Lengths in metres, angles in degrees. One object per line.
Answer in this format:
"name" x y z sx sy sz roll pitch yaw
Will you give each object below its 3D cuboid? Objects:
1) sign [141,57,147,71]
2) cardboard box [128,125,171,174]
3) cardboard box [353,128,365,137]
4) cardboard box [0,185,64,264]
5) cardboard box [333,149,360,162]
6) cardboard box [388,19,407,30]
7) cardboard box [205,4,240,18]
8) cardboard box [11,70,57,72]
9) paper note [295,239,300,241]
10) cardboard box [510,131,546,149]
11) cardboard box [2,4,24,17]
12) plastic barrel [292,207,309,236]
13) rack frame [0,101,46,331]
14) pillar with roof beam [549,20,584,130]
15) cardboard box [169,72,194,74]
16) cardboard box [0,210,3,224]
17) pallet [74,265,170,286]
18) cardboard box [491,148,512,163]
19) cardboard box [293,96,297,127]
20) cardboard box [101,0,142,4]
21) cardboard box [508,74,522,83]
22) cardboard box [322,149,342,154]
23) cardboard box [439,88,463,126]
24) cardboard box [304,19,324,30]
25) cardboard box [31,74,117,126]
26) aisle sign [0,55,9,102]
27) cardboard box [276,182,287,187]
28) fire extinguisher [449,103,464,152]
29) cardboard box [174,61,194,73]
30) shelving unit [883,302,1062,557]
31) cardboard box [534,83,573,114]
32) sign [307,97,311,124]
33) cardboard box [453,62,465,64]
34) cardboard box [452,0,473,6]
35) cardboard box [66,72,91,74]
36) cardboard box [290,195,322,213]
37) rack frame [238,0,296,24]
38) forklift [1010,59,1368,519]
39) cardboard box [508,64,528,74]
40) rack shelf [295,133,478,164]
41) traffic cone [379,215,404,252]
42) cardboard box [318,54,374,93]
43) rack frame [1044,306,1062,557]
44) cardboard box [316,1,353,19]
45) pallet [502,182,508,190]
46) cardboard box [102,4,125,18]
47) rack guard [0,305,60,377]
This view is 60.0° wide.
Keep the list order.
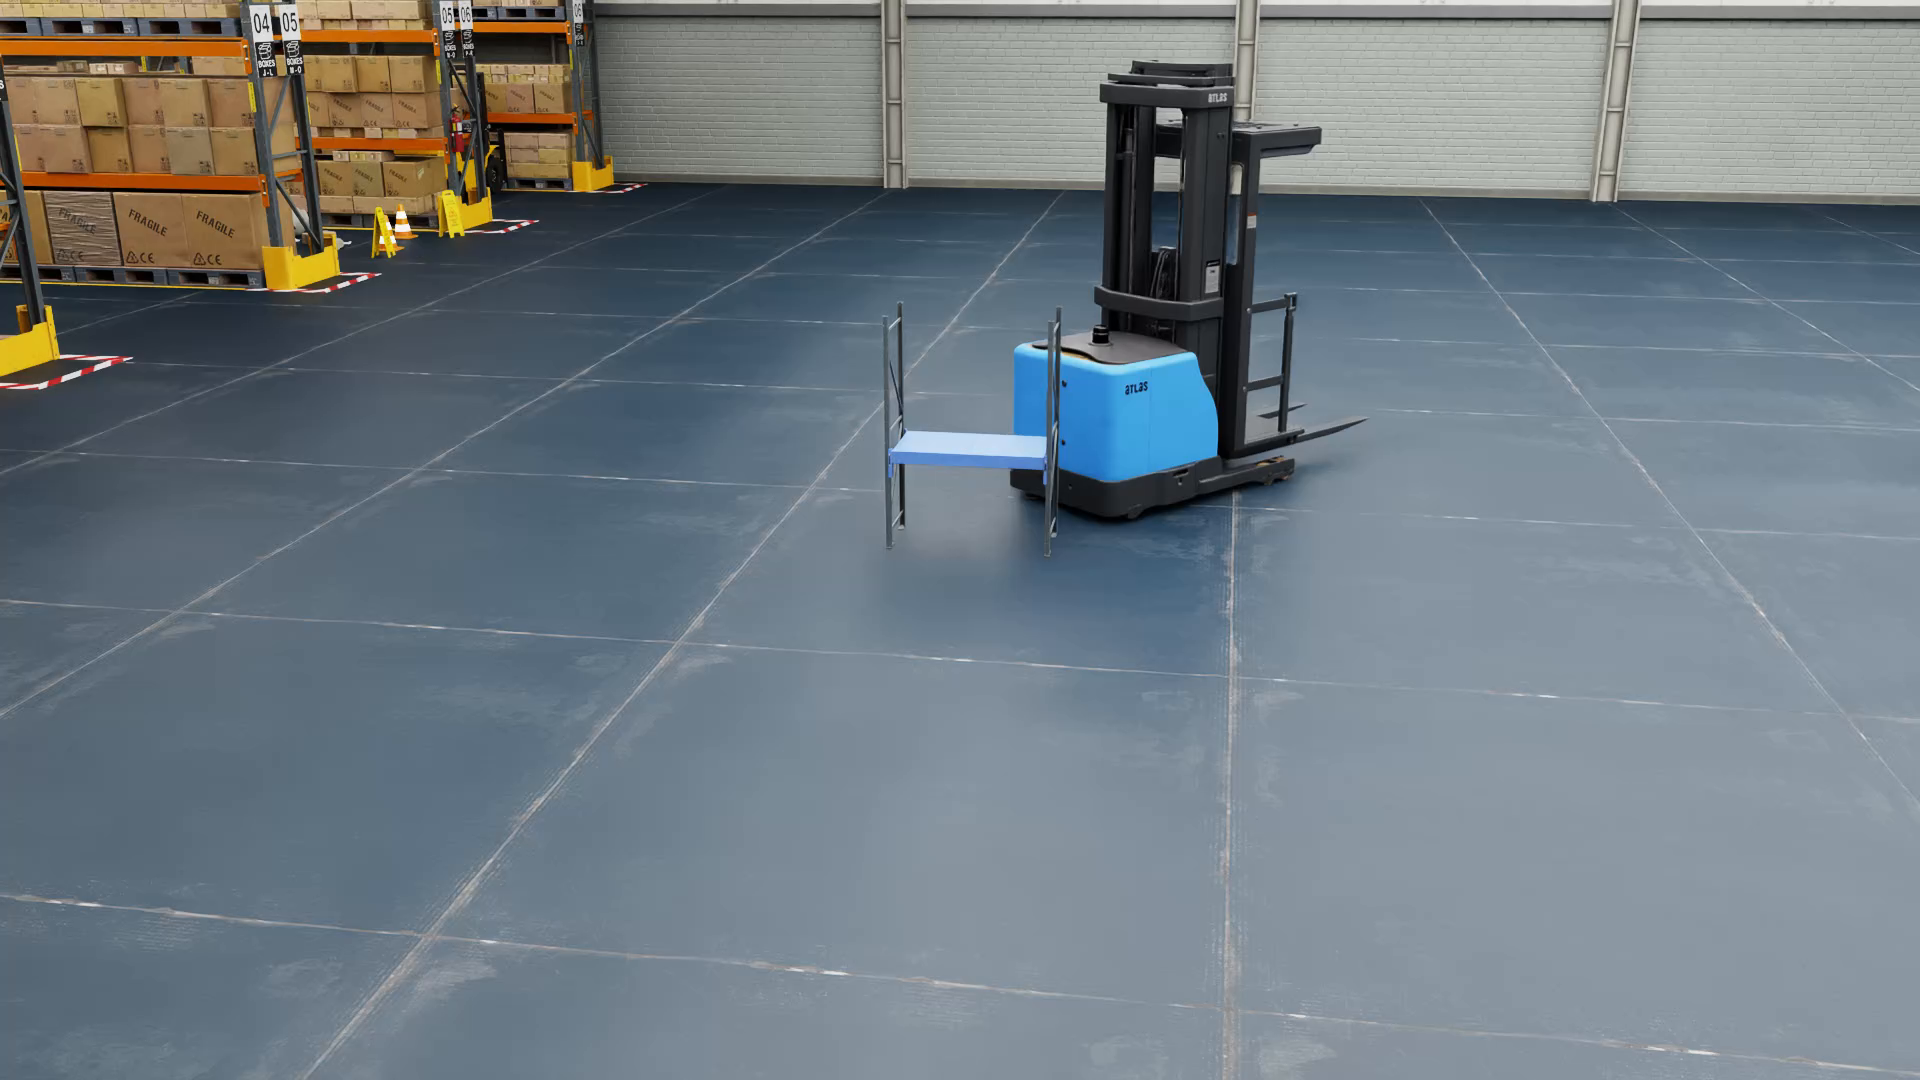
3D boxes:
"sign" -14.486 -8.416 29.530 0.005 0.325 0.100 3 19 9
"cardboard box" -9.433 -4.726 19.963 0.550 0.550 0.875 3 19 9
"cardboard box" -8.705 -6.008 24.428 0.250 0.149 0.380 3 19 9
"cardboard box" -11.319 -3.901 20.421 0.875 0.875 0.875 3 19 9
"cardboard box" -9.007 -5.659 24.458 0.250 0.149 0.380 4 19 11
"cardboard box" -7.942 -7.353 23.722 0.250 0.149 0.380 3 19 9
"cardboard box" -8.362 -6.022 18.923 0.250 0.149 0.380 3 19 9
"cardboard box" -14.188 -6.949 25.557 0.500 0.500 0.500 3 19 8
"paper note" -9.358 -4.218 23.379 0.142 0.019 0.148 10 21 27
"cardboard box" -7.520 -6.991 29.067 0.500 0.250 0.500 3 19 10
"cardboard box" -10.874 -6.150 19.305 0.250 0.149 0.380 3 19 8
"plastic barrel" -9.574 -4.525 23.661 0.512 0.421 0.421 -15 24 -38
"rack frame" -8.866 -3.013 15.080 0.127 3.000 1.000 3 19 9
"pillar with roof beam" -7.738 -9.486 24.973 0.400 9.000 9.100 3 19 9
"cardboard box" -11.661 -6.820 25.170 0.500 0.500 0.500 3 19 10
"cardboard box" -9.110 -2.983 15.386 0.250 0.149 0.380 3 19 9
"pallet" -9.983 -3.317 20.384 1.213 0.211 1.003 3 19 9
"cardboard box" -8.047 -6.780 29.222 0.500 0.250 0.500 2 19 7
"cardboard box" -9.861 -6.351 24.429 0.500 0.500 0.500 3 19 8
"cardboard box" -9.497 -6.289 19.092 0.500 0.250 0.500 3 19 8
"cardboard box" -7.644 -8.009 28.833 0.250 0.149 0.380 3 19 8
"cardboard box" -10.977 -6.970 29.987 0.625 0.625 0.875 4 19 11
"cardboard box" -7.718 -6.417 24.627 0.500 0.500 0.500 3 19 8
"cardboard box" -9.215 -7.415 23.904 0.250 0.149 0.380 3 19 8
"cardboard box" -10.498 -5.255 19.844 0.550 0.550 0.875 3 19 9
"aisle sign" -8.758 -4.337 14.939 0.004 0.787 0.394 3 19 9
"cardboard box" -10.174 -5.432 24.800 0.500 0.500 0.500 4 19 11
"fire extinguisher" -7.254 -5.931 23.923 0.183 0.674 0.296 3 19 9
"cardboard box" -11.652 -7.149 25.130 0.250 0.149 0.380 3 19 8
"shelving unit" 0.084 -0.707 10.552 1.048 1.500 0.538 3 19 9
"cardboard box" -7.038 -7.663 28.820 0.500 0.500 0.500 3 19 7
"sign" -7.886 -5.183 20.078 0.005 0.325 0.100 3 19 9
"cardboard box" -8.838 -8.374 29.455 0.250 0.149 0.380 3 19 8
"cardboard box" -8.553 -9.461 28.642 0.637 0.503 0.797 4 19 10
"cardboard box" -13.252 -6.736 24.920 0.500 0.500 0.500 2 19 7
"cardboard box" -9.651 -5.051 24.842 0.500 0.250 0.500 3 19 8
"rack frame" -7.980 -7.407 18.757 0.127 3.000 1.000 3 19 9
"forklift" 1.806 -1.898 11.857 3.031 2.935 1.130 -15 24 -38
"cardboard box" -7.643 -8.164 28.827 0.250 0.149 0.380 3 19 9
"rack shelf" -9.269 -5.877 24.774 4.000 0.370 1.077 3 19 9
"traffic cone" -7.764 -4.167 22.528 0.334 0.463 0.336 3 19 9
"cardboard box" -8.852 -6.759 24.073 0.500 0.500 0.700 3 19 8
"rack frame" 0.586 -0.681 10.476 0.032 1.500 0.500 3 19 9
"cardboard box" -8.852 -7.602 23.835 0.500 0.250 0.500 3 19 10
"pallet" -8.474 -6.438 29.711 1.213 0.211 1.003 3 19 9
"cardboard box" -9.616 -6.086 19.115 0.250 0.149 0.380 3 19 9
"rack guard" -8.941 -1.831 15.488 0.348 0.500 1.175 3 19 9
